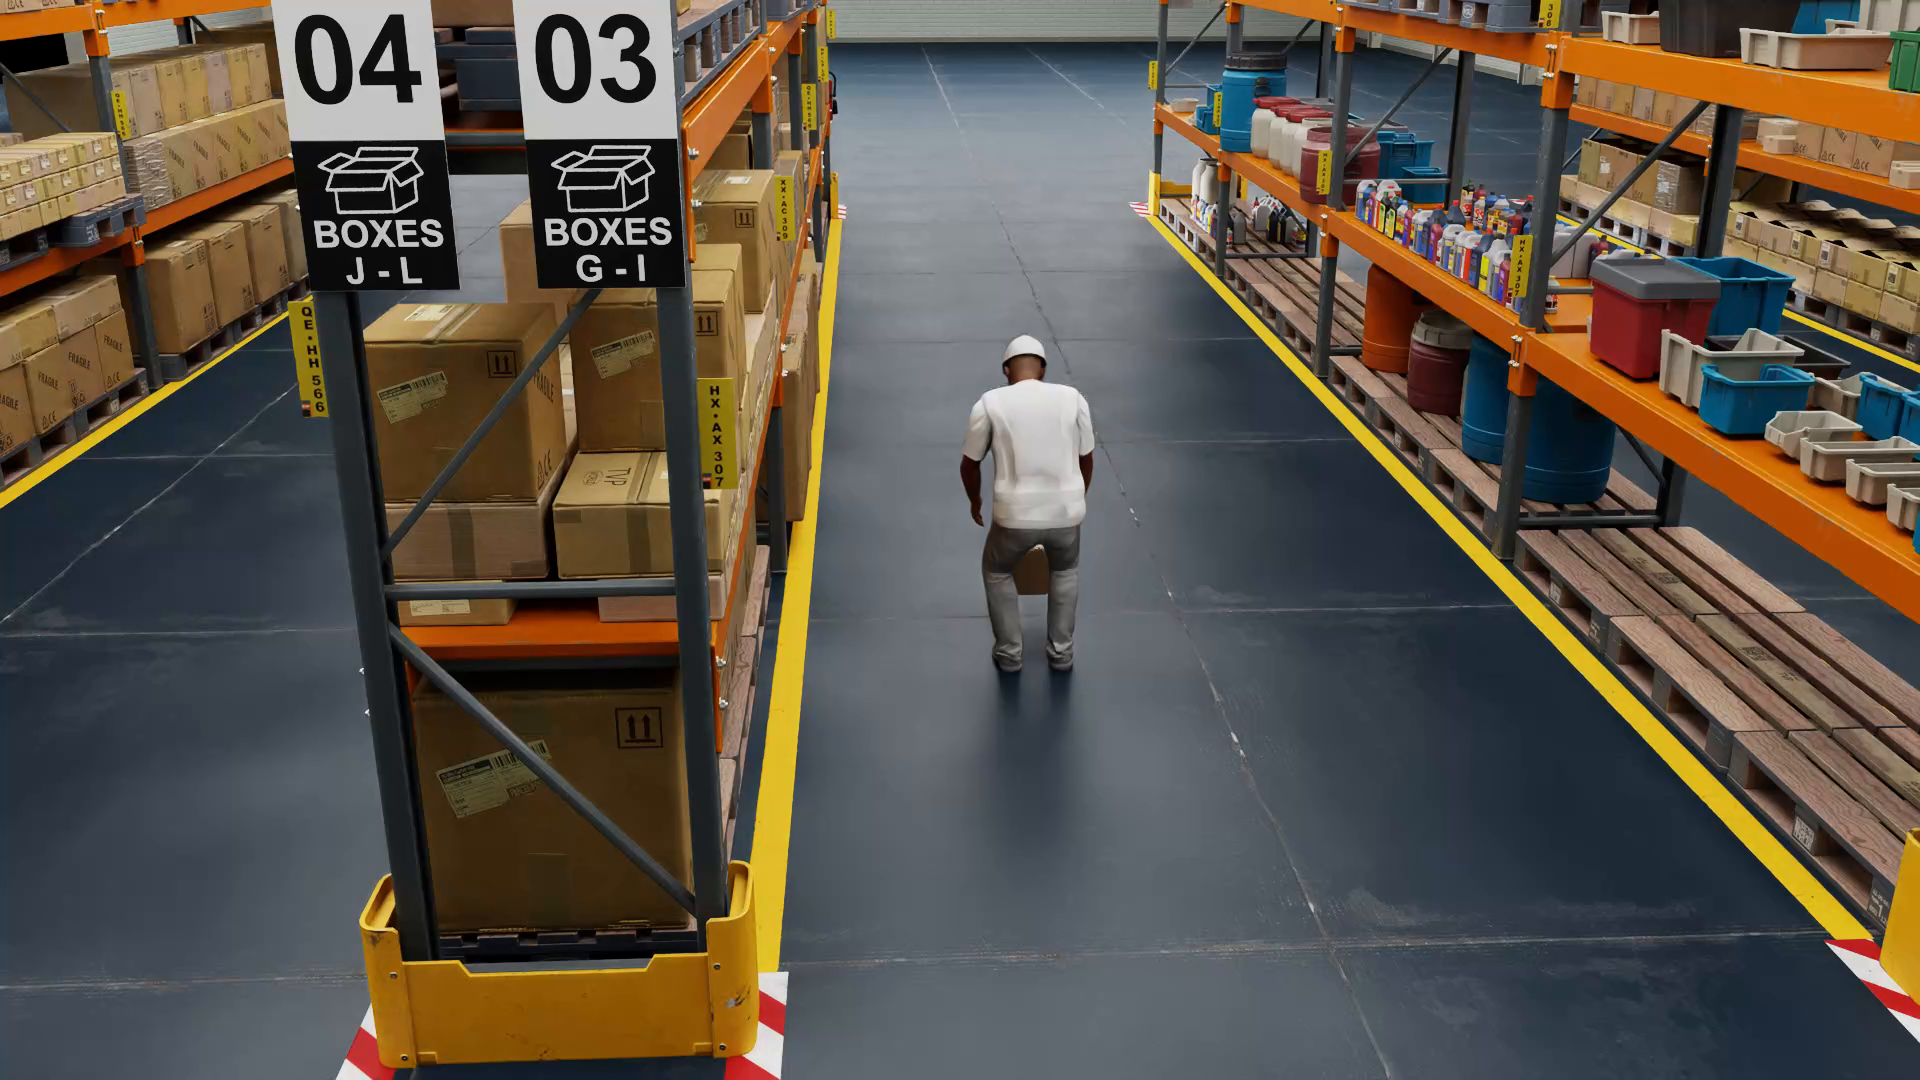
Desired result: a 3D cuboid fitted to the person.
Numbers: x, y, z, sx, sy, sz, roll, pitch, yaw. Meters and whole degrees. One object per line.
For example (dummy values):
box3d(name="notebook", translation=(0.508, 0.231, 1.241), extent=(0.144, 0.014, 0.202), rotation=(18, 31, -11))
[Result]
box3d(name="person", translation=(0.315, -0.153, 7.781), extent=(0.625, 1.543, 0.666), rotation=(-1, 20, -3))
